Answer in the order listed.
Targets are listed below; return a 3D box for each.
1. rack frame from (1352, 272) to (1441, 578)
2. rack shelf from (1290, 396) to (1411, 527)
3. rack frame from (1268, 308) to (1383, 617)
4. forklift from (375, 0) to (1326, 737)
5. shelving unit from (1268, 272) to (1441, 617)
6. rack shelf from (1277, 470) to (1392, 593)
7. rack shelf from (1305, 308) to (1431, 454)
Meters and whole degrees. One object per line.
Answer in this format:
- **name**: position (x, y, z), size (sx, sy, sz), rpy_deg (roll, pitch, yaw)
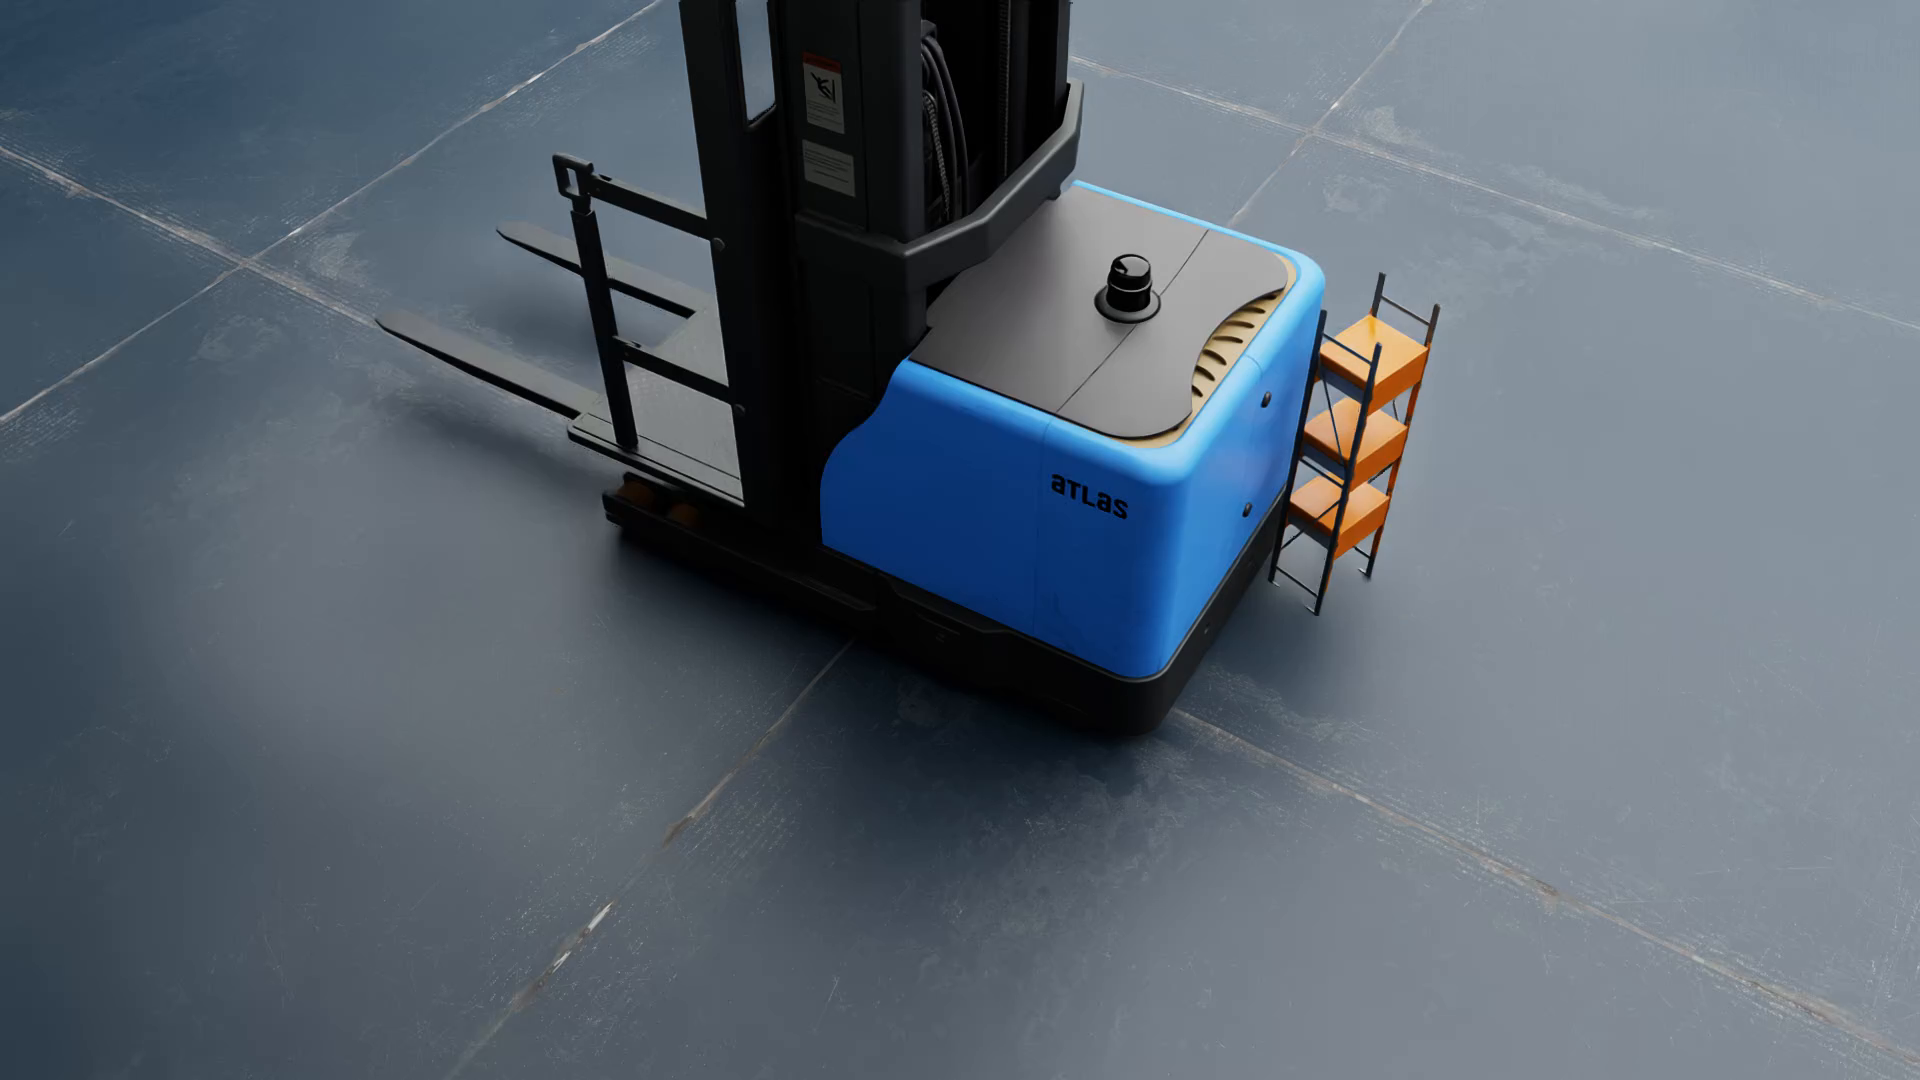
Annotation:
- **rack frame**: position (1.201, -0.304, 4.814), size (0.008, 1.050, 0.200), rpy_deg (-32, 54, -27)
- **rack shelf**: position (1.110, -0.239, 4.765), size (0.240, 0.259, 0.215), rpy_deg (-32, 54, -27)
- **rack frame**: position (1.018, -0.189, 4.701), size (0.008, 1.050, 0.200), rpy_deg (-32, 54, -27)
- **forklift**: position (-0.526, -1.272, 4.443), size (3.031, 2.935, 1.130), rpy_deg (23, 50, 21)
- **shelving unit**: position (1.110, -0.246, 4.757), size (0.252, 1.050, 0.215), rpy_deg (-32, 54, -27)
- **rack shelf**: position (1.110, -0.045, 4.964), size (0.240, 0.259, 0.215), rpy_deg (-32, 54, -27)
- **rack shelf**: position (1.110, -0.437, 4.562), size (0.240, 0.259, 0.215), rpy_deg (-32, 54, -27)
